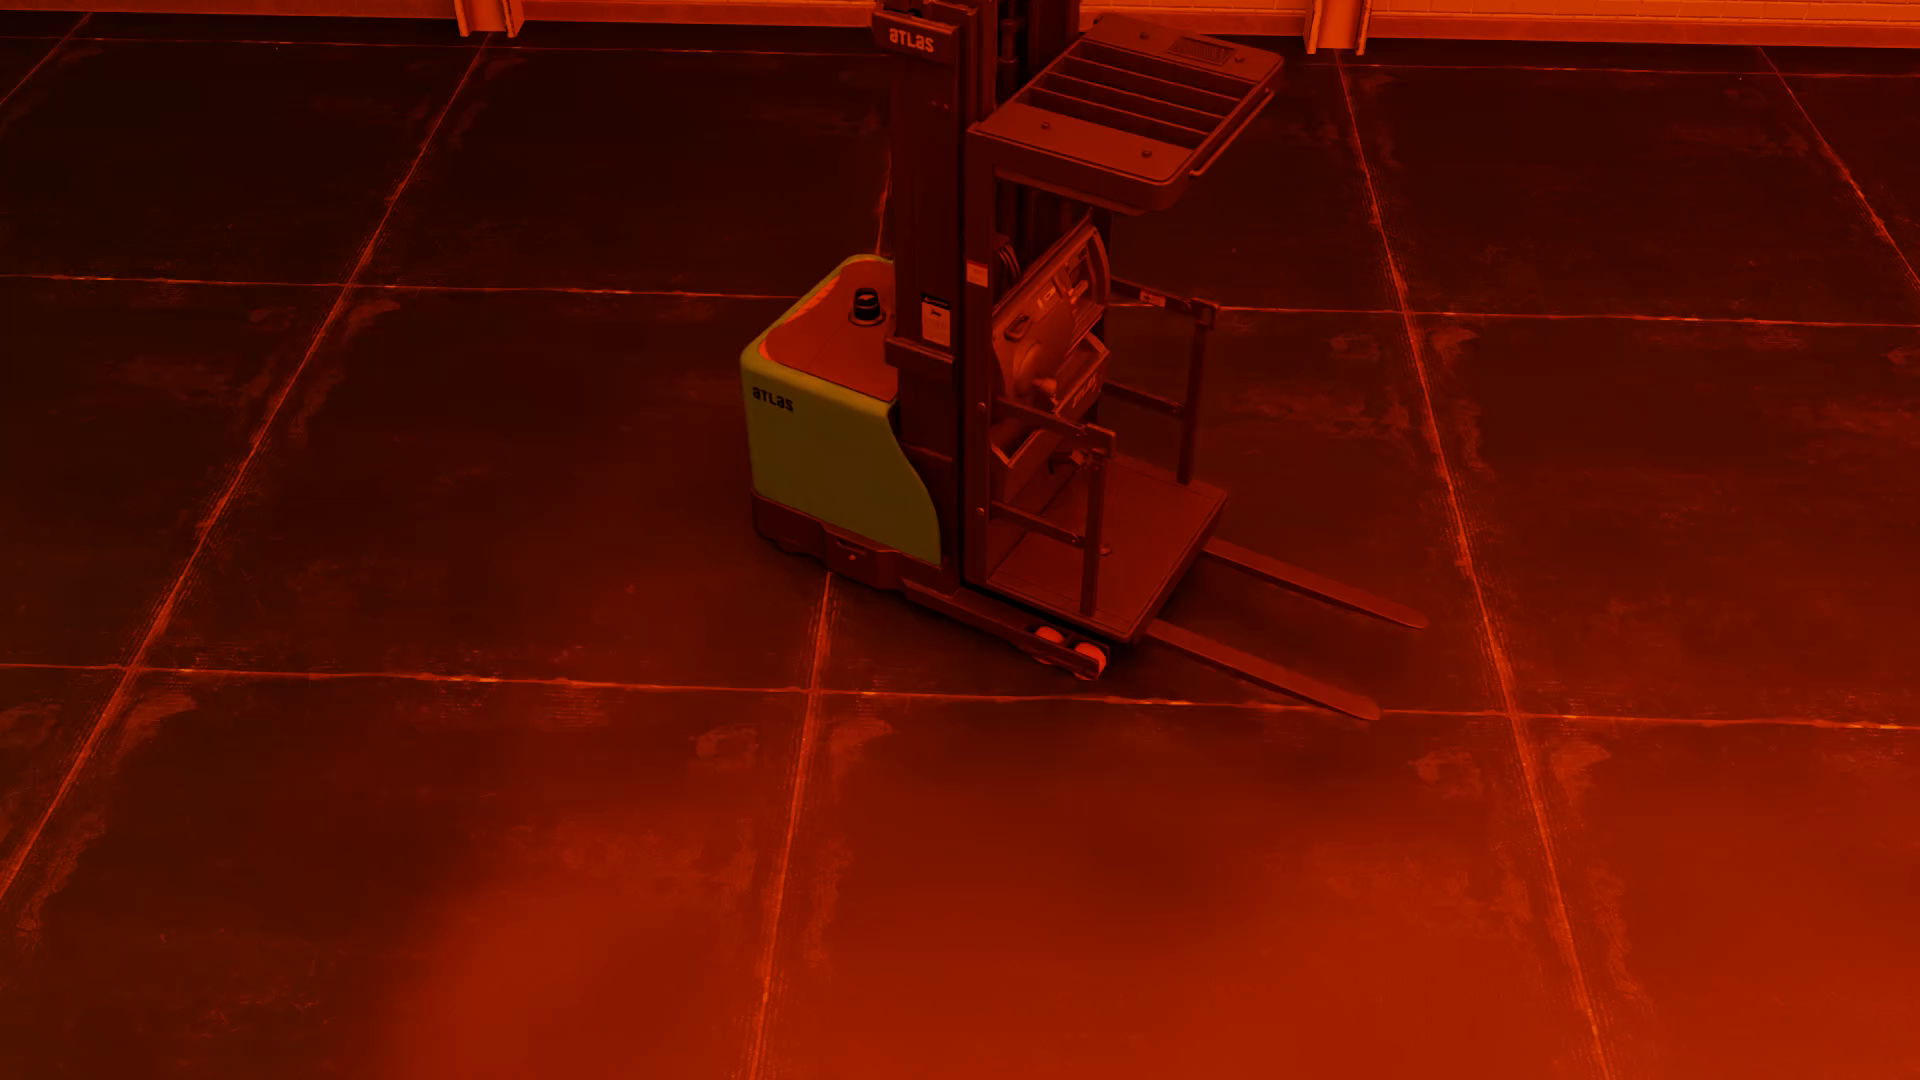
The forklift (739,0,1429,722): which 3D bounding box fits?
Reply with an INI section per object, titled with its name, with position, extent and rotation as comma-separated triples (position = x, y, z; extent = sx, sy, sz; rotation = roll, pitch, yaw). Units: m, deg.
[forklift]
position = 0.555, -0.883, 6.710
extent = 3.031, 2.935, 1.130
rotation = 21, 46, 22
